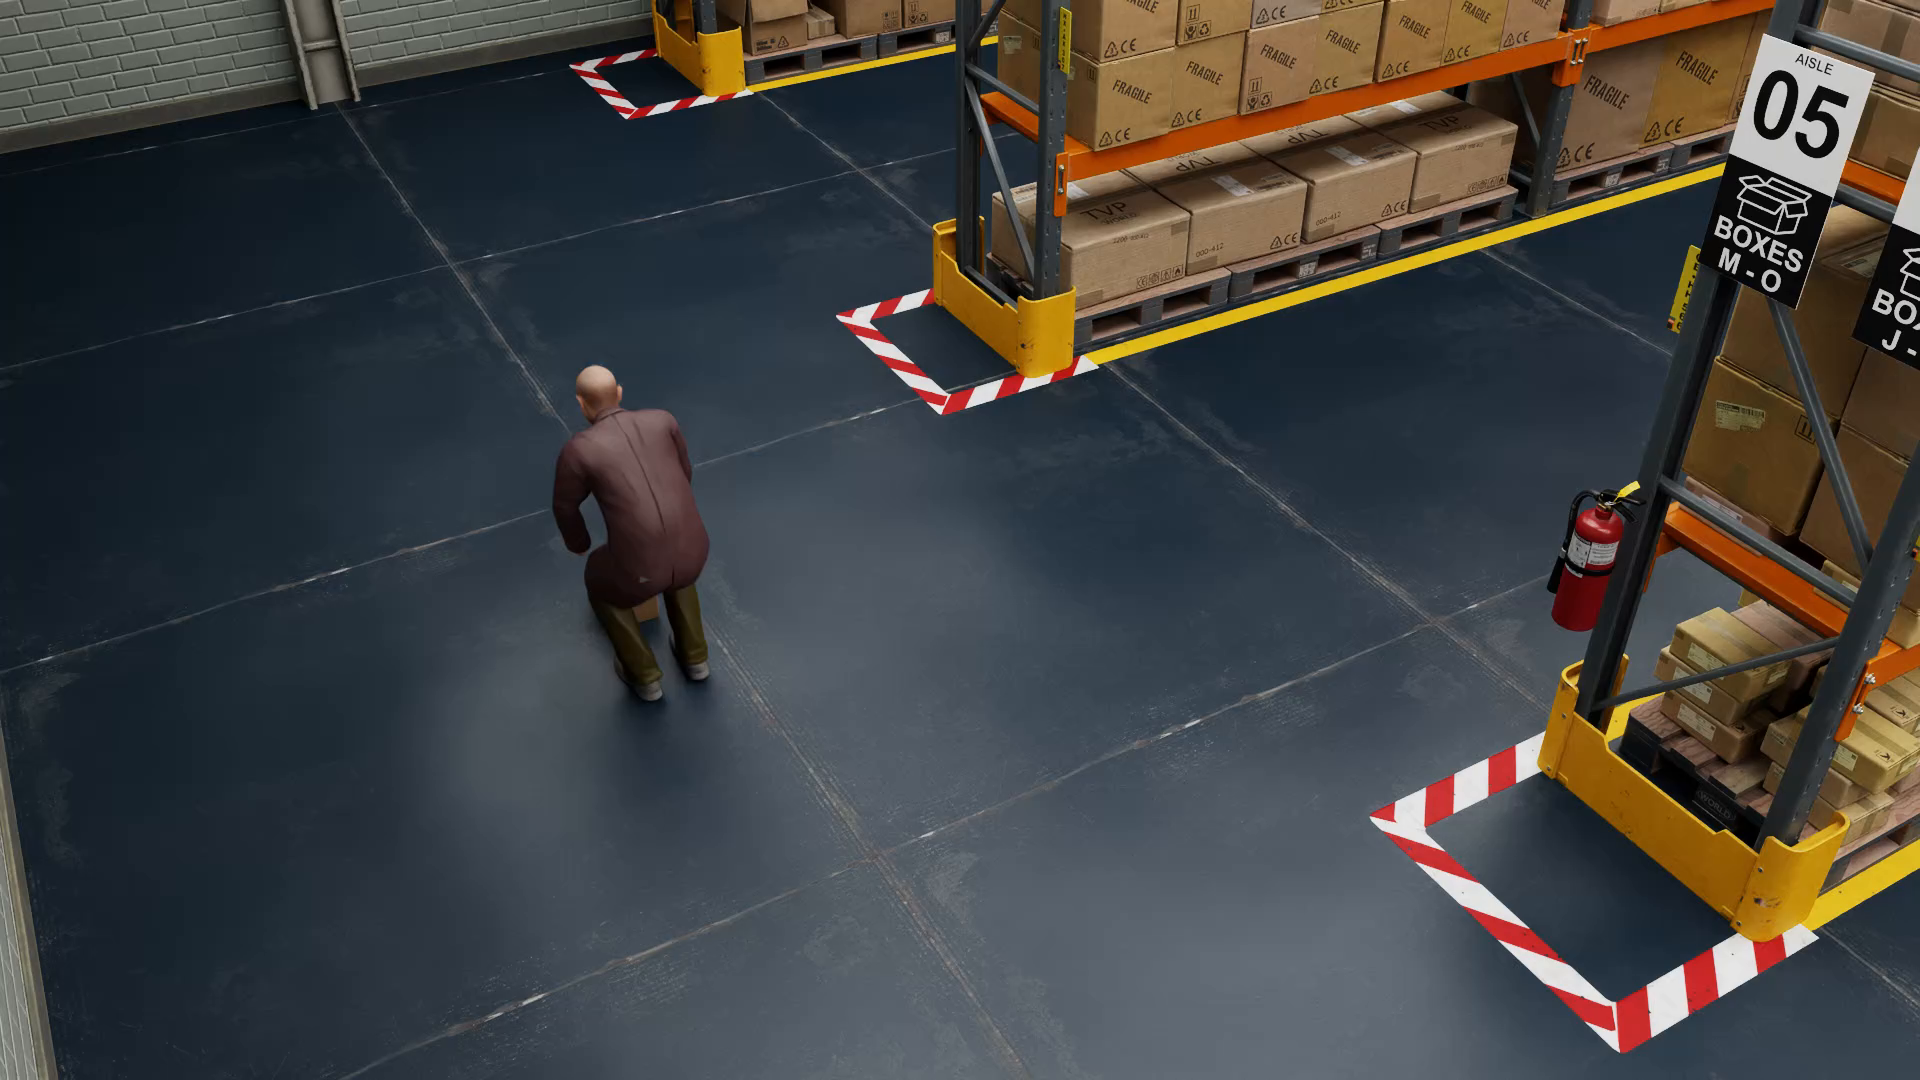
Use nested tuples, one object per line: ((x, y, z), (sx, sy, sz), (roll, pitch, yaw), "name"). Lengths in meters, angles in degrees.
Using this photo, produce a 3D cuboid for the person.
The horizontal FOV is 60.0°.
((-1.401, 0.000, 7.197), (0.628, 1.482, 0.681), (-19, 40, -24), "person")
